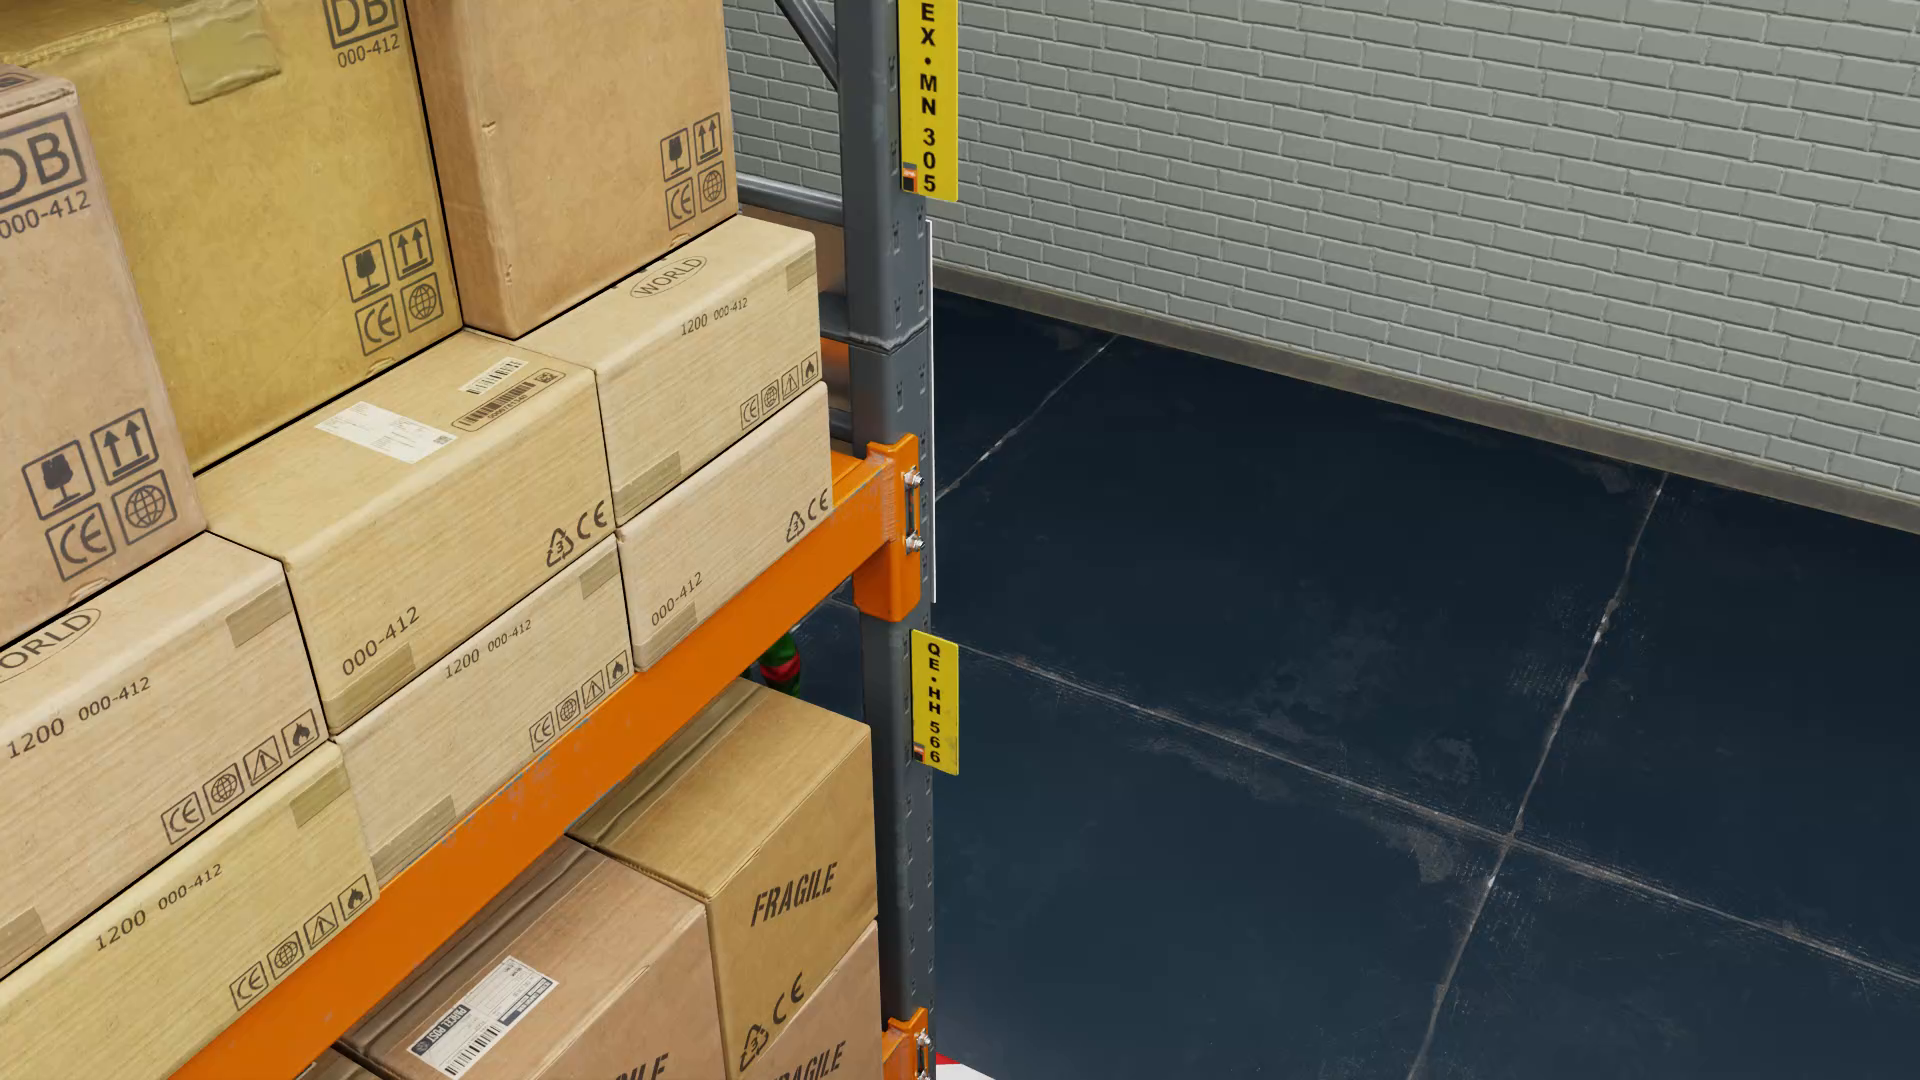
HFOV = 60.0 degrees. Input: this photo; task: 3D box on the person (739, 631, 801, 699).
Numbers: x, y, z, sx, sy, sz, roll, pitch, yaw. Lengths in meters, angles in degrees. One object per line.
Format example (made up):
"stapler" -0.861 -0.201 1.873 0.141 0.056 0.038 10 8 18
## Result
"person" -0.824 -0.035 6.126 0.493 1.721 0.460 18 38 25
